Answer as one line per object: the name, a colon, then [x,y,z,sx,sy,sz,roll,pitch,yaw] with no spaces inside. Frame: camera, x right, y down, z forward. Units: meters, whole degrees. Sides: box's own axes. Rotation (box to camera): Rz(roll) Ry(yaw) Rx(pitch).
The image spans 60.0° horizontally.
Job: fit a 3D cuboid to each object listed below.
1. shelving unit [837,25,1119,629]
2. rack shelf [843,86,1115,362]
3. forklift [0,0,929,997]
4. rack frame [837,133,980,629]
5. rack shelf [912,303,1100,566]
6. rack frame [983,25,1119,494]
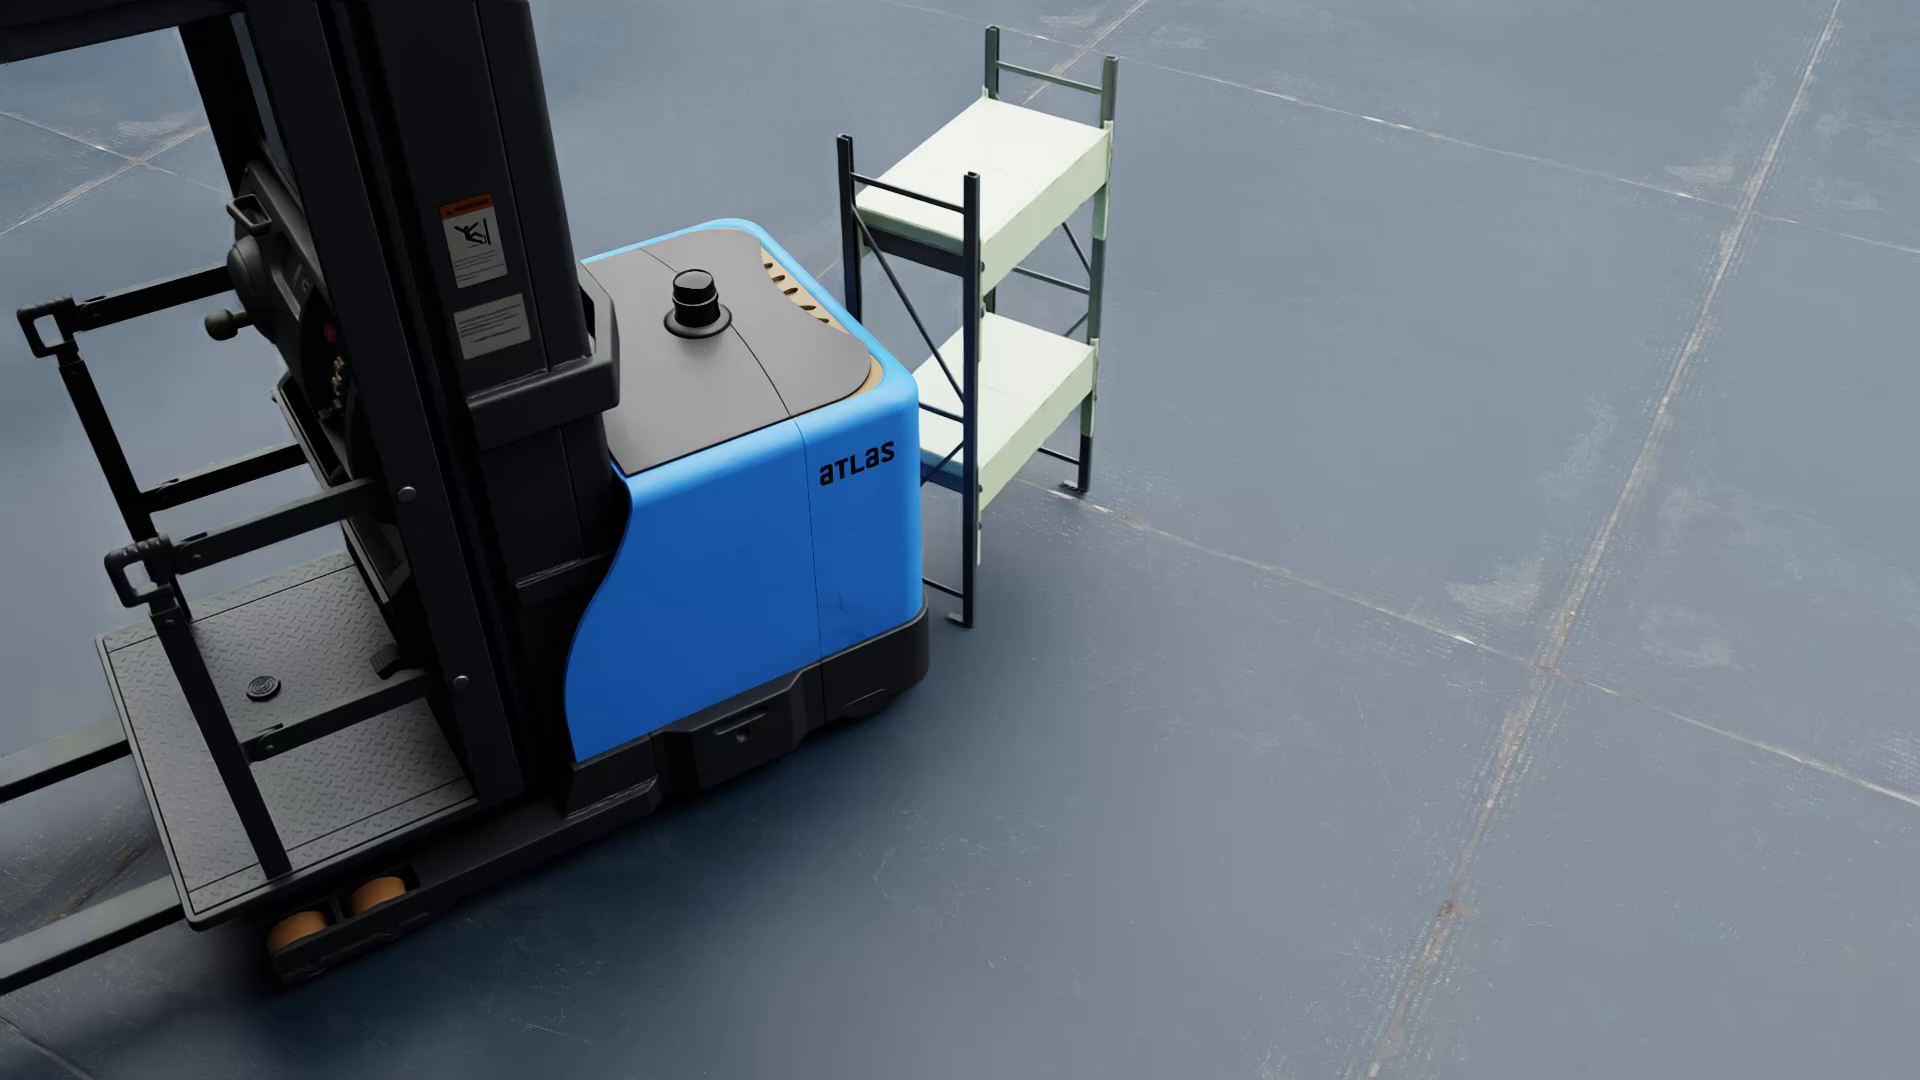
shelving unit: [0.059,-0.580,4.774,0.431,1.500,0.755,22,46,23]
rack shelf: [0.059,-0.873,4.516,0.431,0.370,0.720,22,46,23]
forklift: [-1.611,-0.437,3.529,3.031,2.935,1.130,-22,46,-23]
rack frame: [-0.128,-0.373,4.538,0.400,1.500,0.023,22,46,23]
rack shelf: [0.059,-0.336,4.990,0.431,0.370,0.720,22,46,23]
rack frame: [0.247,-0.788,5.010,0.400,1.500,0.023,22,46,23]
